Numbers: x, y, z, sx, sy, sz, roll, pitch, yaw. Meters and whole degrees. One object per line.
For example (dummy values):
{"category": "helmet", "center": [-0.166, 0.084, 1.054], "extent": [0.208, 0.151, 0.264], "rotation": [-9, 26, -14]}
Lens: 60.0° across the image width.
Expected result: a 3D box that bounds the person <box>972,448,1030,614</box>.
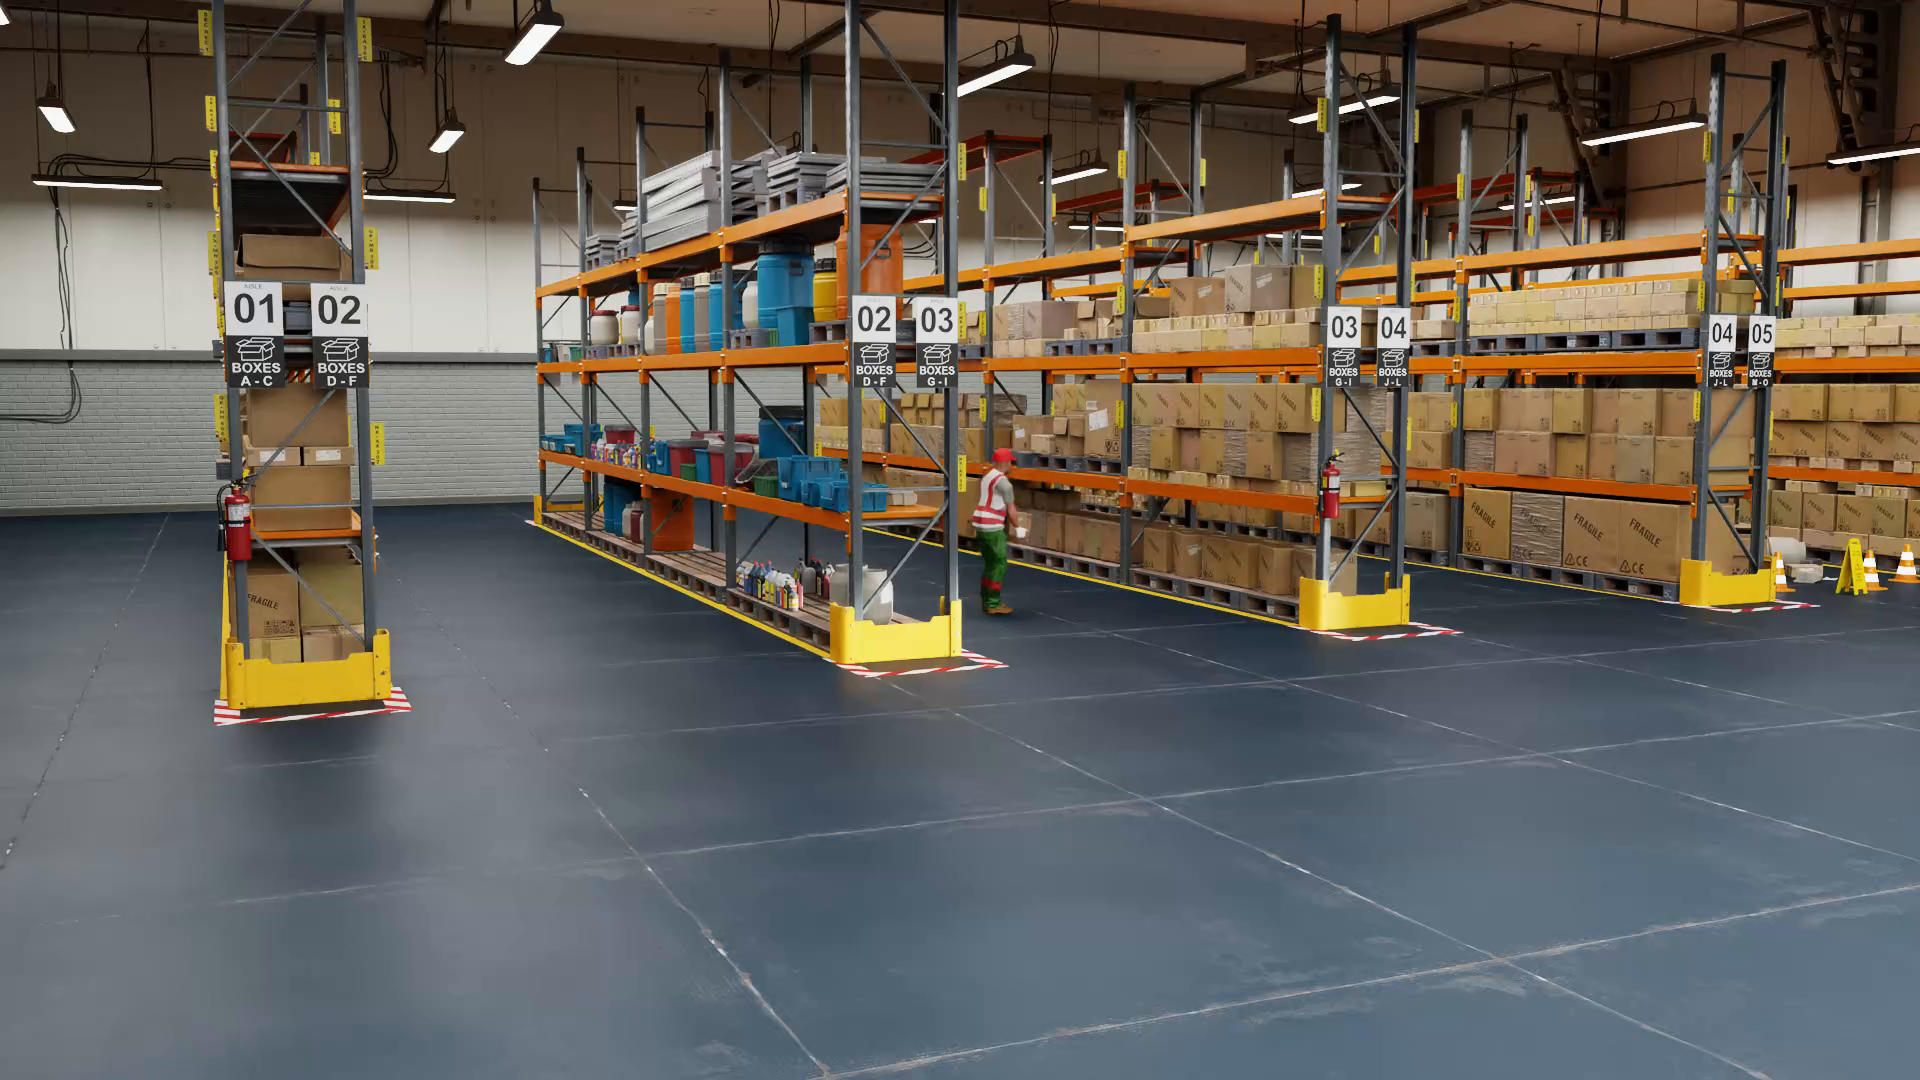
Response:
{"category": "person", "center": [0.425, -0.107, 17.846], "extent": [0.586, 1.763, 0.488], "rotation": [-2, 6, -25]}
